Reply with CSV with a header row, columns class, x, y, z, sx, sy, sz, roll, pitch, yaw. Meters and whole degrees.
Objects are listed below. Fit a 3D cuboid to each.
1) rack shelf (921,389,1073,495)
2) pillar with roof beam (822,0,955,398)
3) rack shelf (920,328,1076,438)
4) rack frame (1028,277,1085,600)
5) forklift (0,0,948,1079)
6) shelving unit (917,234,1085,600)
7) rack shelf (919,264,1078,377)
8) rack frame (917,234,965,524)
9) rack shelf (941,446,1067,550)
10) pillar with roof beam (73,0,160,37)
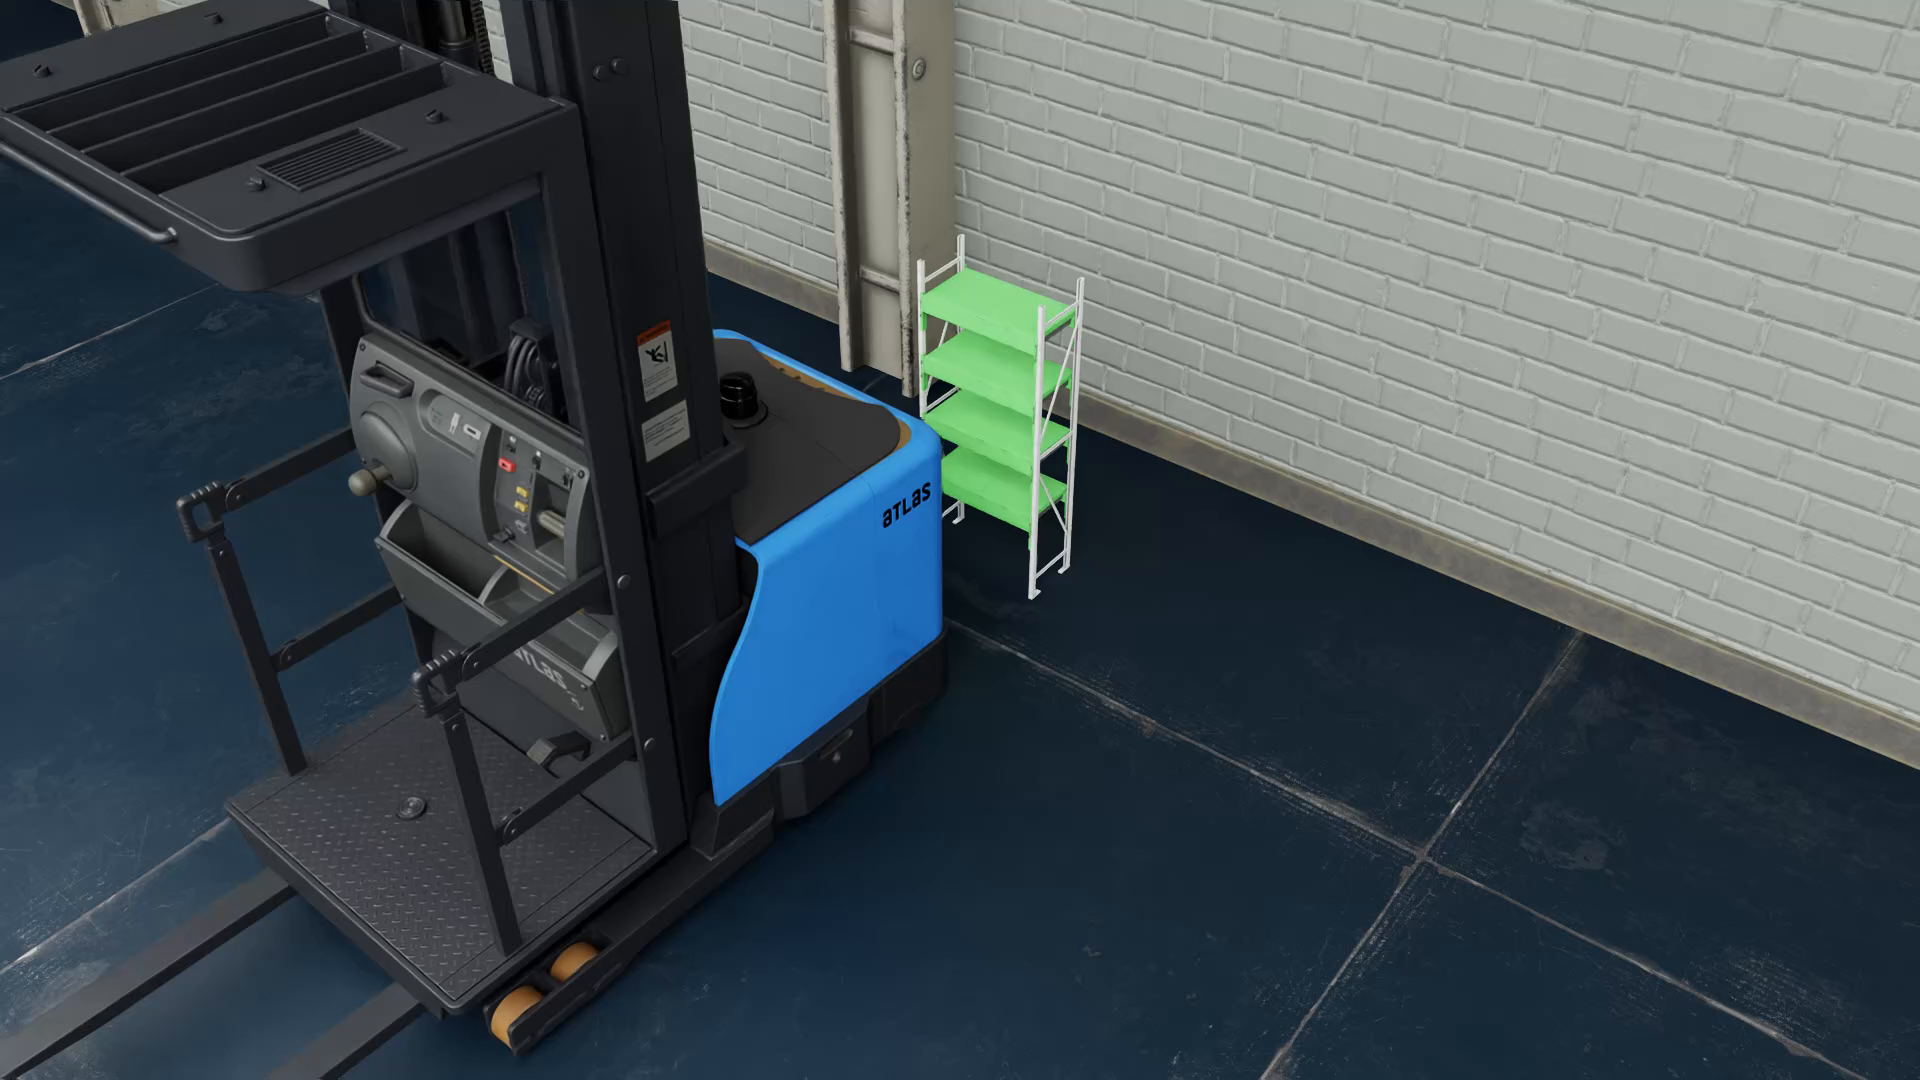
class,x,y,z,sx,sy,sz,roll,pitch,yaw
rack shelf,0.131,-0.360,5.840,0.480,0.148,0.258,25,45,29
pillar with roof beam,-2.883,-2.181,1.736,0.400,9.000,9.100,25,45,29
rack shelf,0.131,-0.549,5.692,0.480,0.148,0.258,25,45,29
rack frame,0.325,-0.319,5.684,0.015,1.200,0.240,25,45,29
forklift,-1.375,-0.134,4.043,1.130,2.935,3.031,27,46,31
shelving unit,0.131,-0.410,5.801,0.503,1.200,0.258,25,45,29
rack shelf,0.131,-0.738,5.544,0.480,0.148,0.258,25,45,29
rack frame,-0.062,-0.502,5.918,0.015,1.200,0.240,25,45,29
rack shelf,0.131,-0.171,5.988,0.480,0.148,0.258,25,45,29
pillar with roof beam,-7.648,-4.428,4.606,0.400,9.000,9.100,25,45,29
